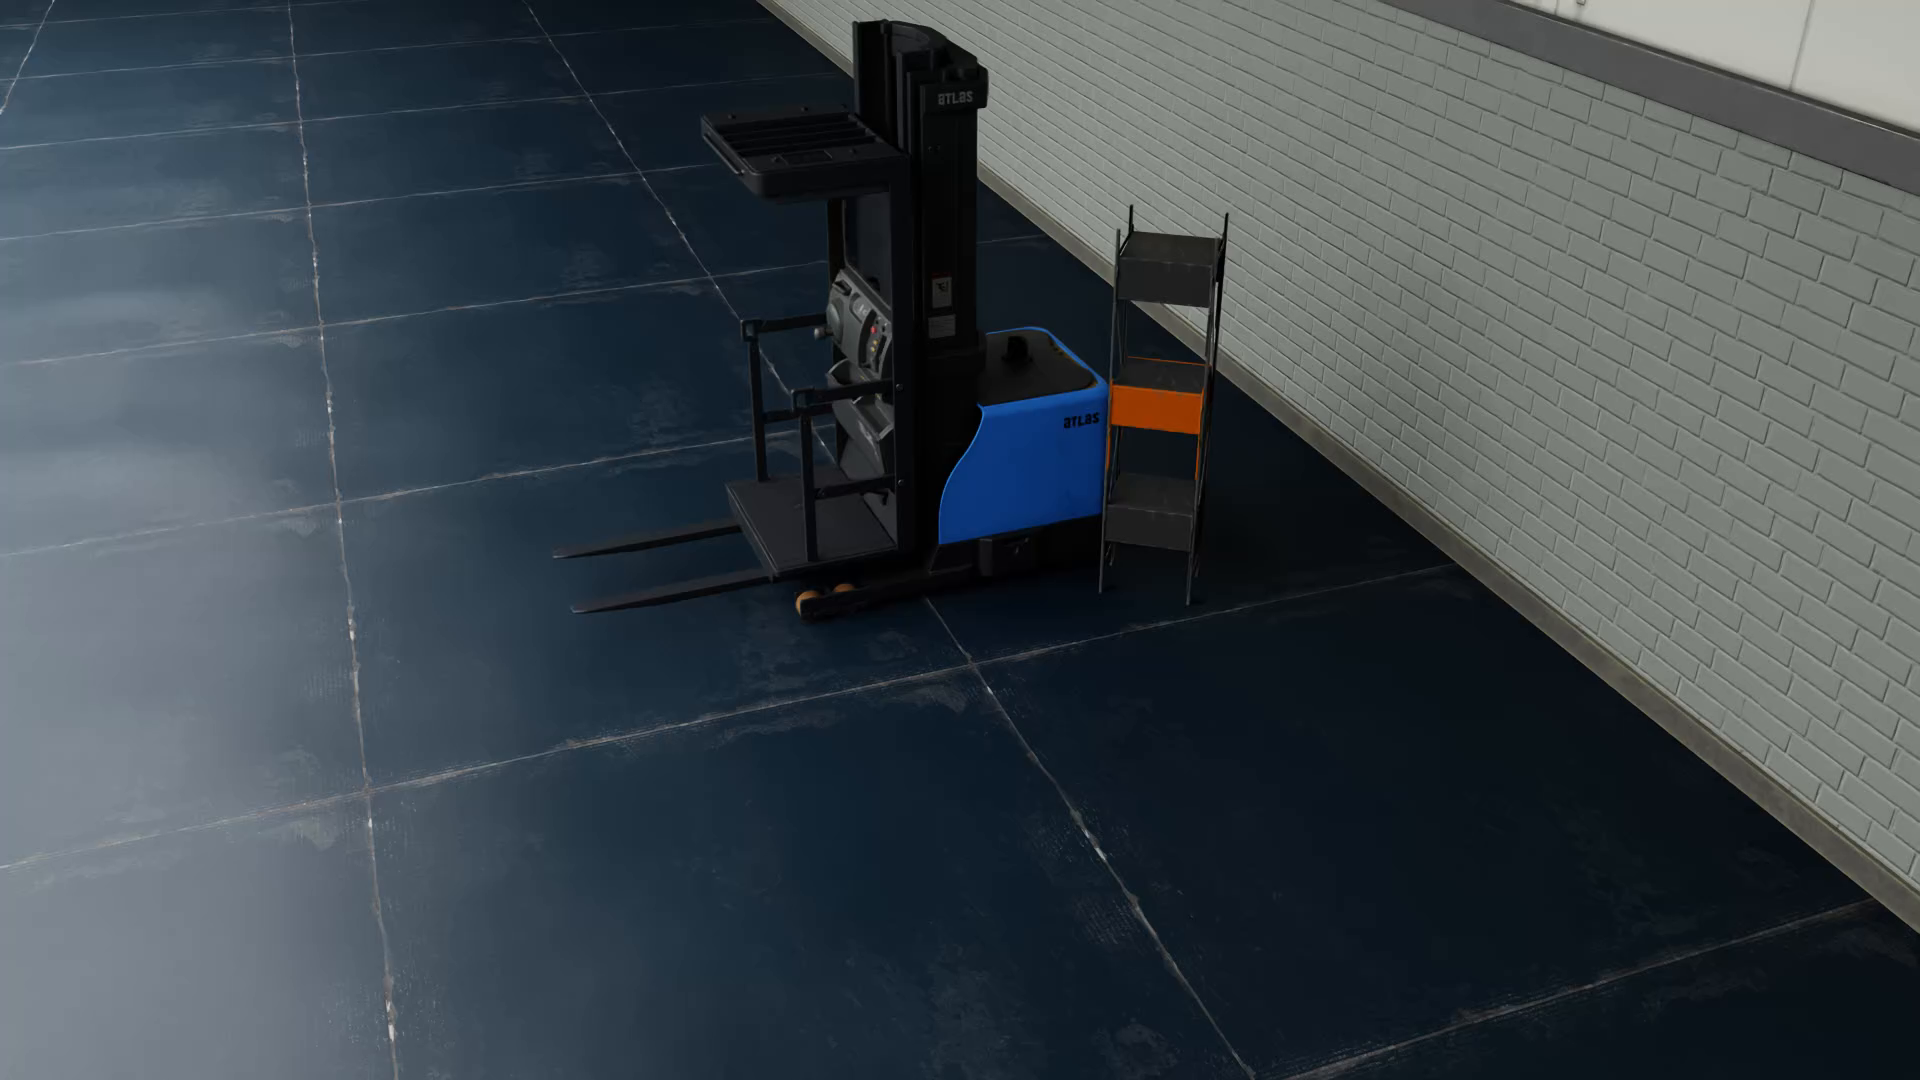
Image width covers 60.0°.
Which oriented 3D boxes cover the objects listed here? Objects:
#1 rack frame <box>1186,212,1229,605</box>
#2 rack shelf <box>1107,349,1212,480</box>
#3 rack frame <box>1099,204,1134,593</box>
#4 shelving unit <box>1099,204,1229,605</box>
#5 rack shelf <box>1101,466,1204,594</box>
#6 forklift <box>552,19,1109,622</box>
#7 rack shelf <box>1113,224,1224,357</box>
[{"bbox_3d":[1.302,-0.650,8.769,0.015,2.100,0.400,8,31,13],"label":"rack frame"},{"bbox_3d":[1.066,-0.670,8.832,0.480,0.518,0.431,8,31,13],"label":"rack shelf"},{"bbox_3d":[0.831,-0.713,8.881,0.015,2.100,0.400,8,31,13],"label":"rack frame"},{"bbox_3d":[1.066,-0.681,8.825,0.503,2.100,0.431,8,31,13],"label":"shelving unit"},{"bbox_3d":[1.066,-0.061,9.178,0.480,0.518,0.431,8,31,13],"label":"rack shelf"},{"bbox_3d":[-0.720,-1.129,8.772,3.031,2.935,1.130,-11,31,-18],"label":"forklift"},{"bbox_3d":[1.066,-1.278,8.485,0.480,0.518,0.431,8,31,13],"label":"rack shelf"}]
